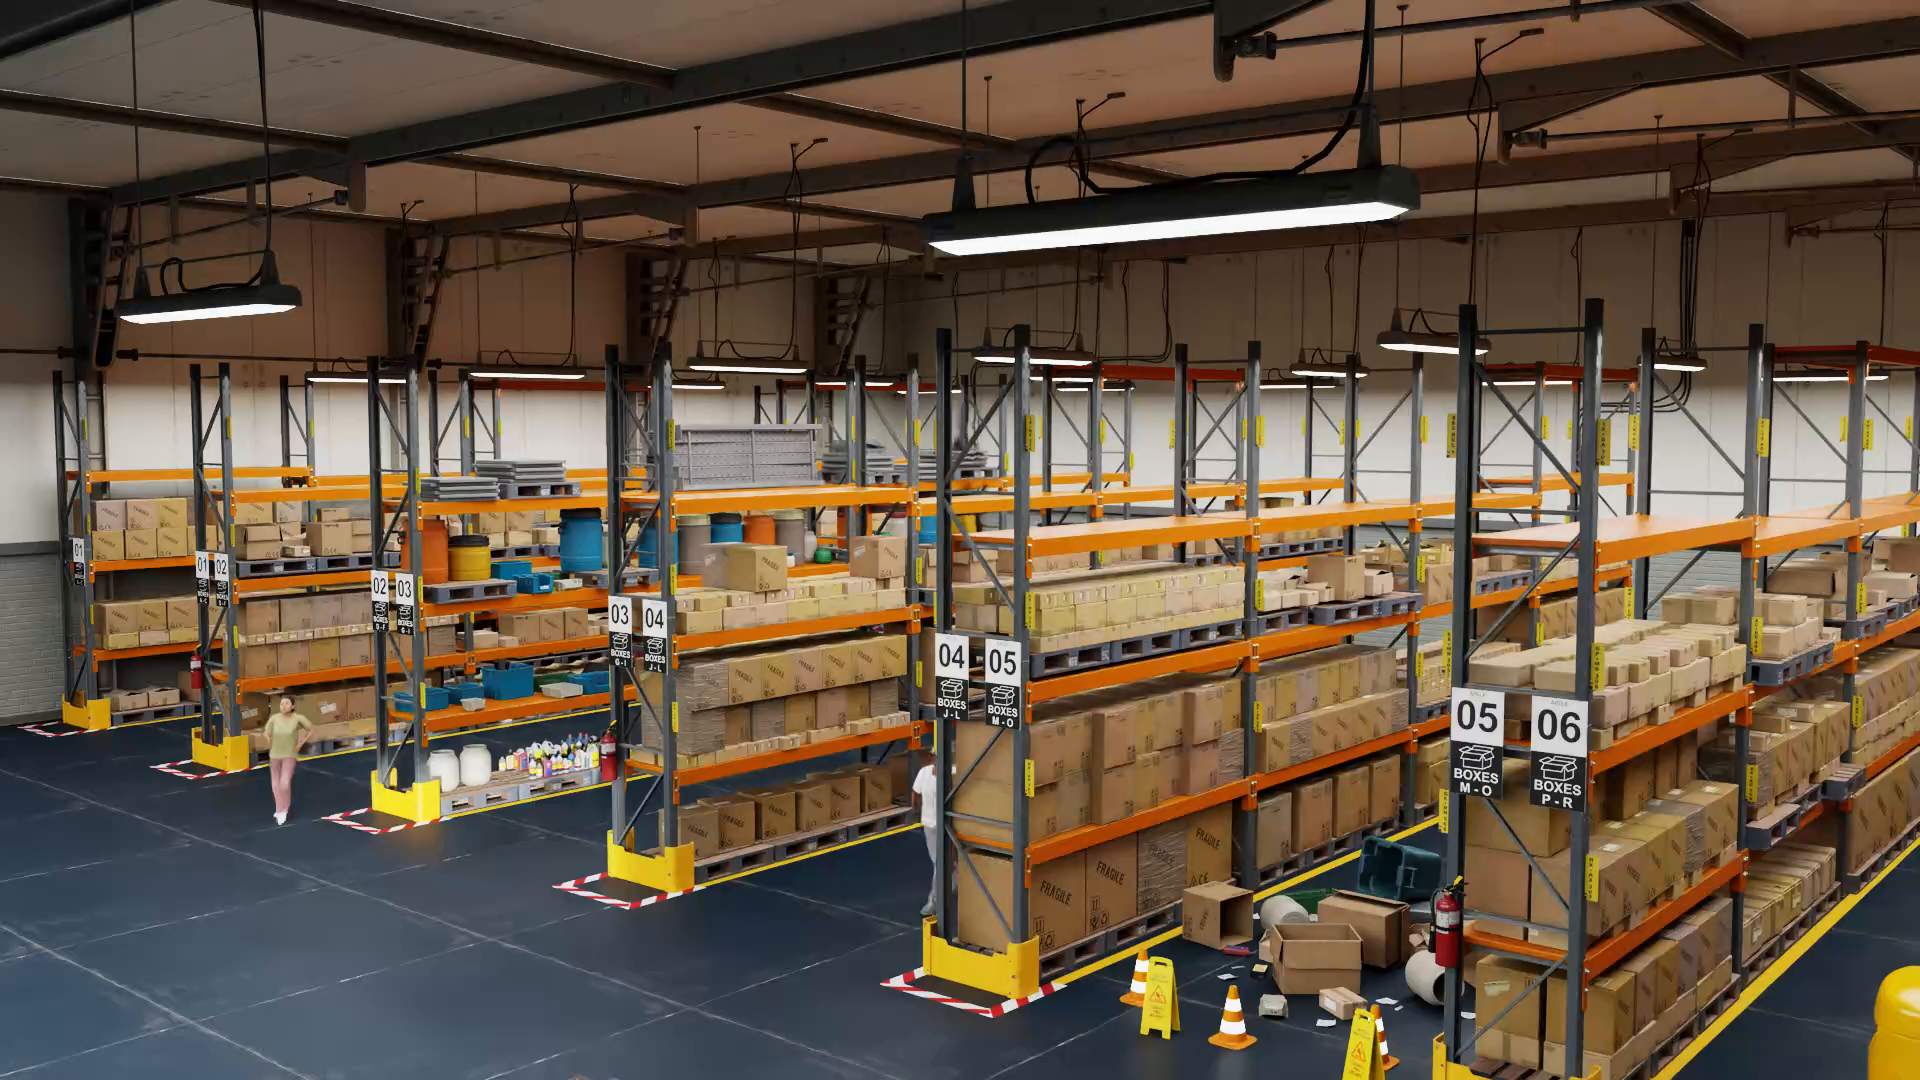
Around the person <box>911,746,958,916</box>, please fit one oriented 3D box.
[{"bbox_3d":[-0.210,2.992,17.580,0.695,1.745,1.016,2,5,26],"label":"person"}]

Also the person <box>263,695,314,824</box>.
[{"bbox_3d":[-8.633,2.809,21.315,0.585,1.672,0.653,0,4,-3],"label":"person"}]
